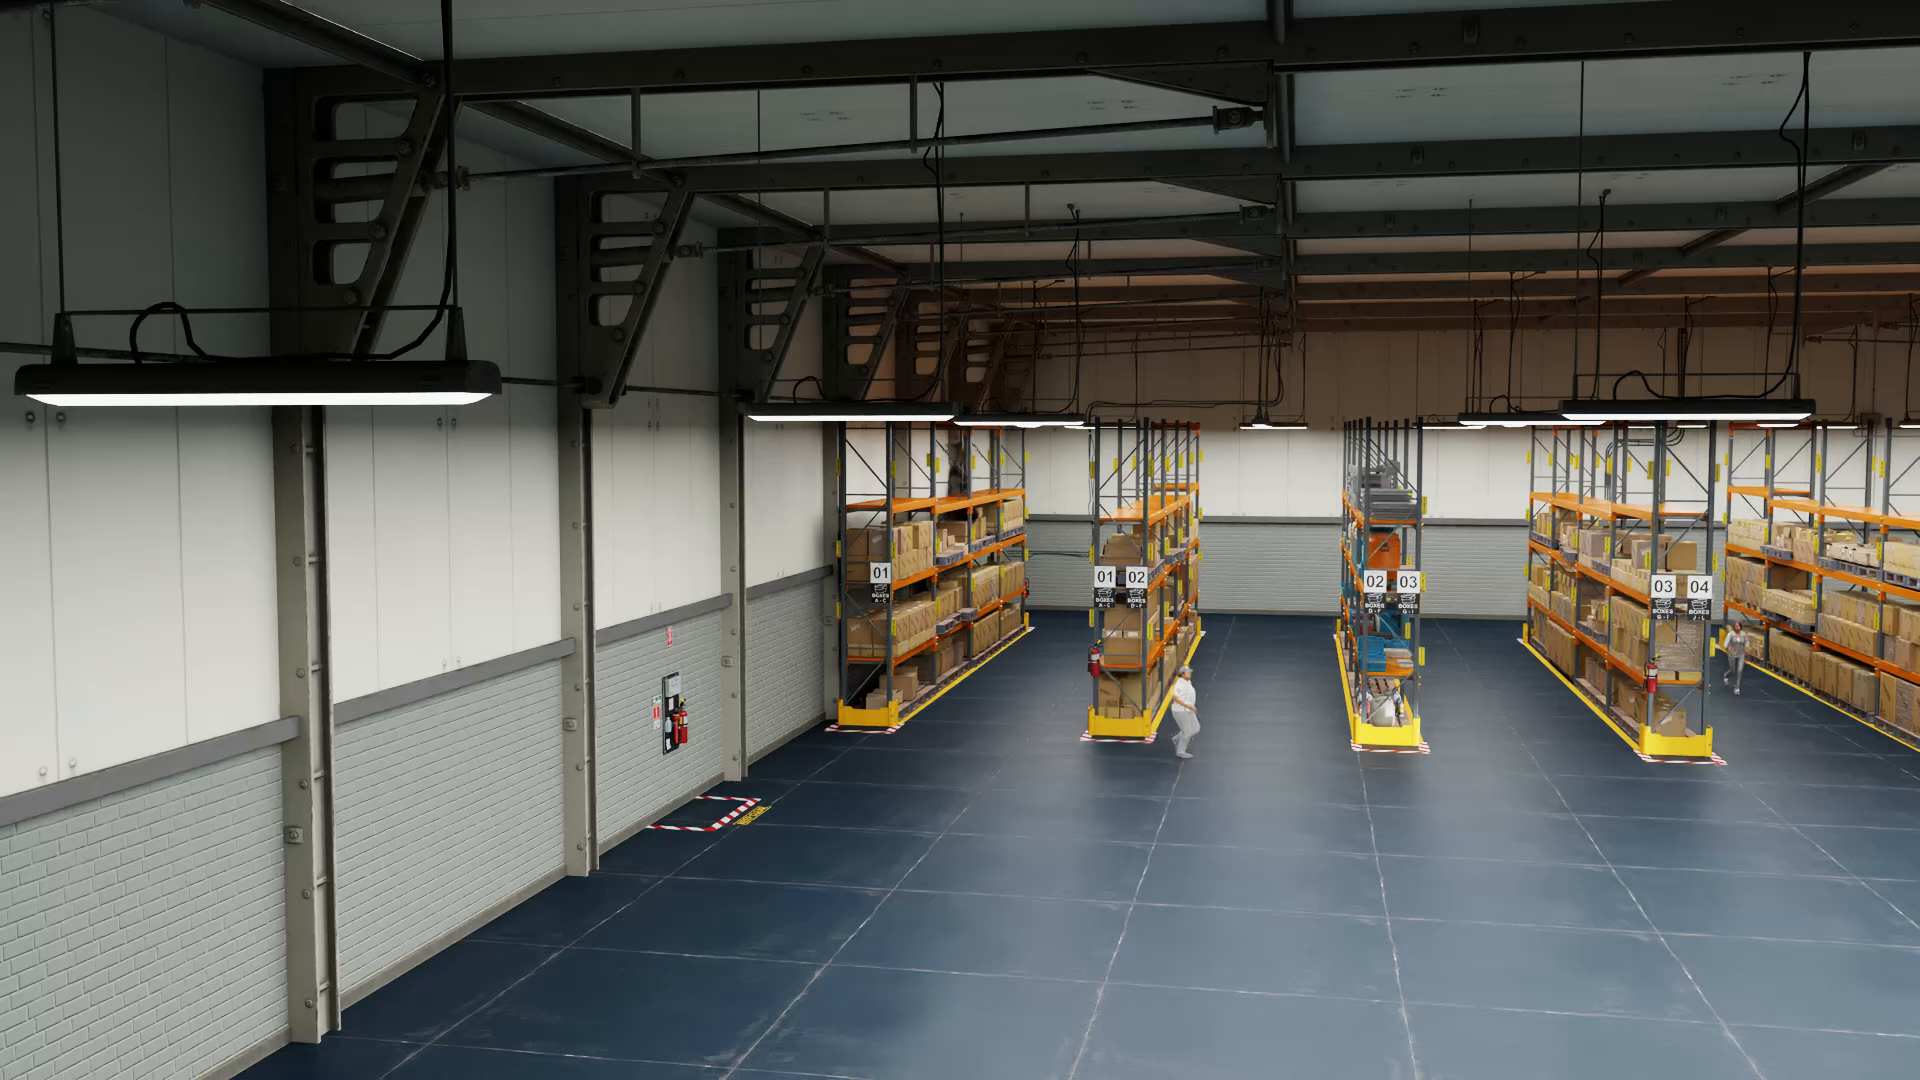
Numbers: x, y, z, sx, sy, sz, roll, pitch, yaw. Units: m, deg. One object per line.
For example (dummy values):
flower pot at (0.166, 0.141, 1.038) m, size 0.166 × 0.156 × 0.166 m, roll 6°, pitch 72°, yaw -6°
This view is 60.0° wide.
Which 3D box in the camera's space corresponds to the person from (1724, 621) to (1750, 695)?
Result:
person at (17.096, 2.575, 36.616) m, size 0.545 × 1.589 × 0.726 m, roll 1°, pitch 4°, yaw 13°

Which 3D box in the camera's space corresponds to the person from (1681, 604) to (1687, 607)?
person at (18.761, 2.071, 43.259) m, size 0.713 × 1.736 × 0.722 m, roll 2°, pitch 4°, yaw 29°

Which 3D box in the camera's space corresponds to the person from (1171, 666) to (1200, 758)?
person at (3.936, 3.018, 29.246) m, size 0.550 × 1.631 × 0.622 m, roll 2°, pitch 4°, yaw 30°
